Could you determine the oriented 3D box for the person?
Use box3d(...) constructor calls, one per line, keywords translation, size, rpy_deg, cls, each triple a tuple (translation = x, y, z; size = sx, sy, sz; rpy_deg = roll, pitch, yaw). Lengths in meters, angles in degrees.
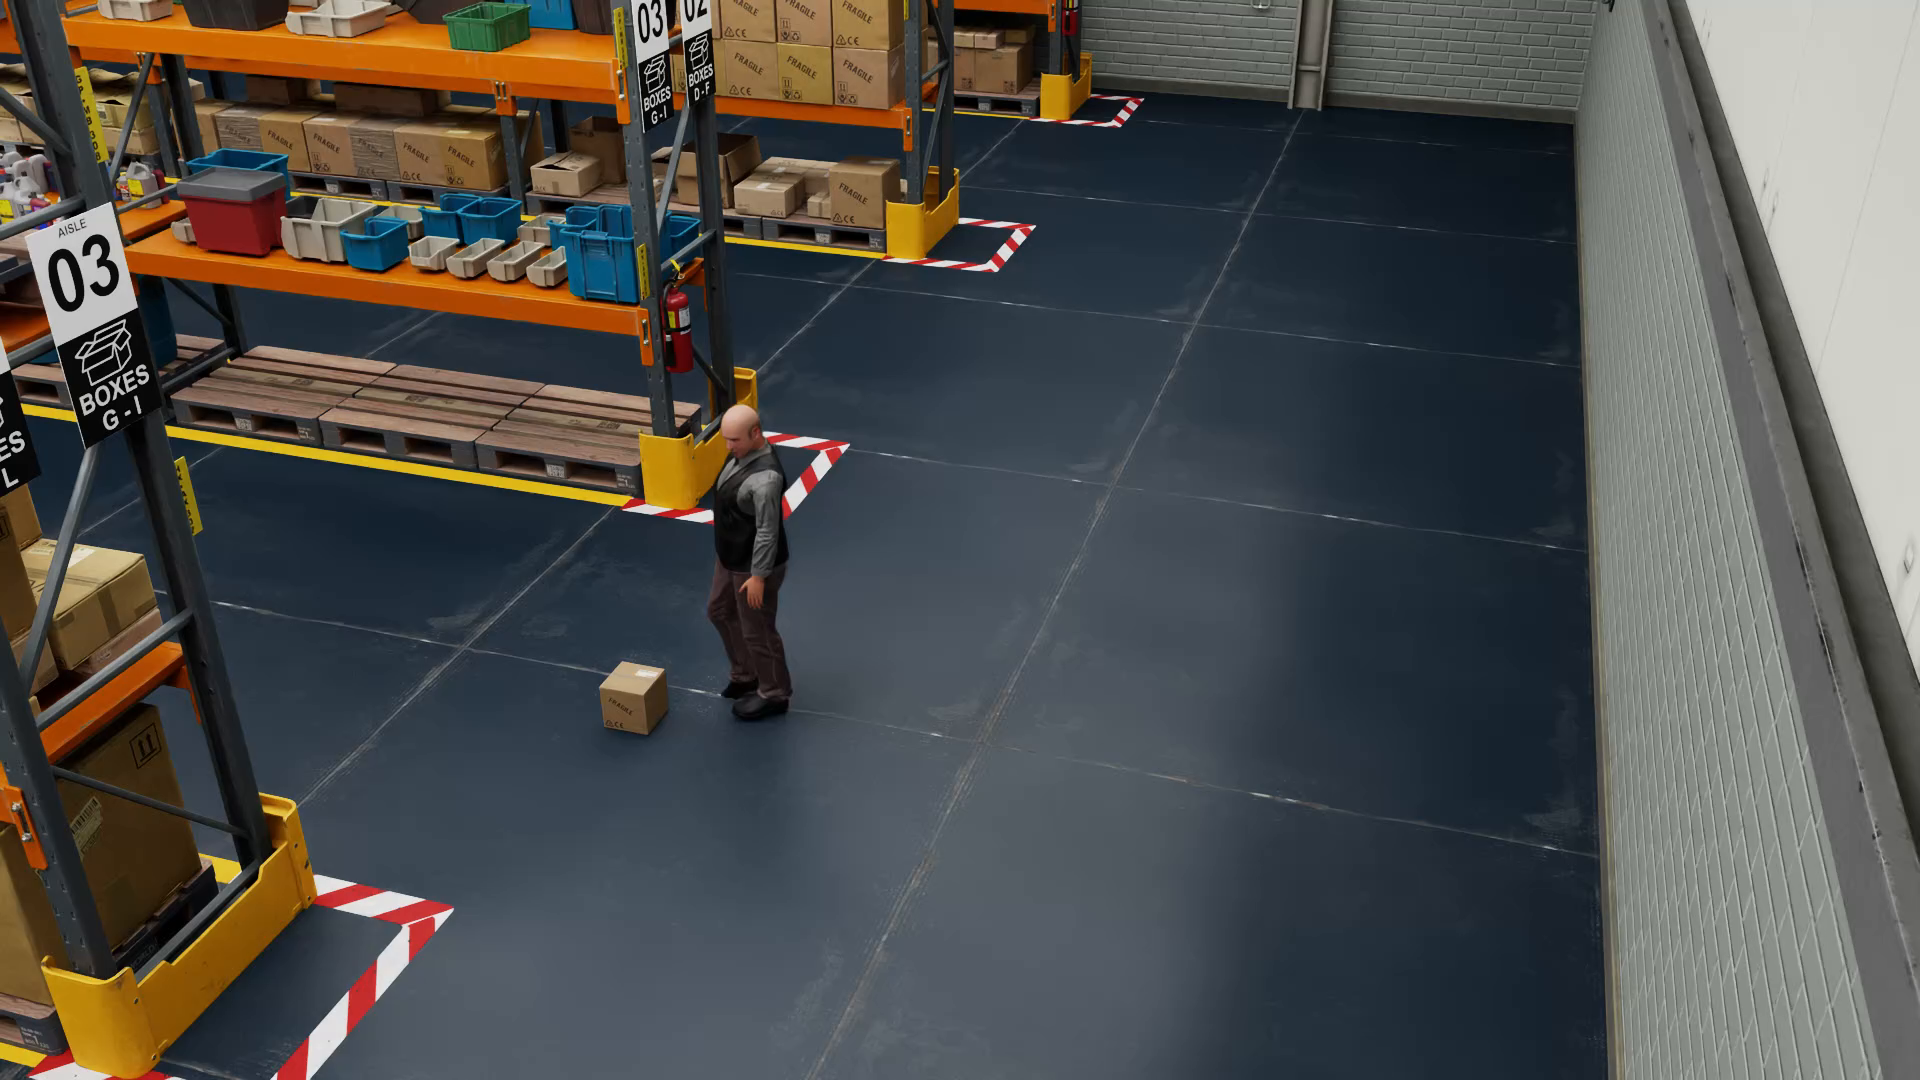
box3d(translation=(-1.059, 0.150, 8.316), size=(0.403, 1.807, 0.568), rpy_deg=(-9, 30, -15), cls="person")
